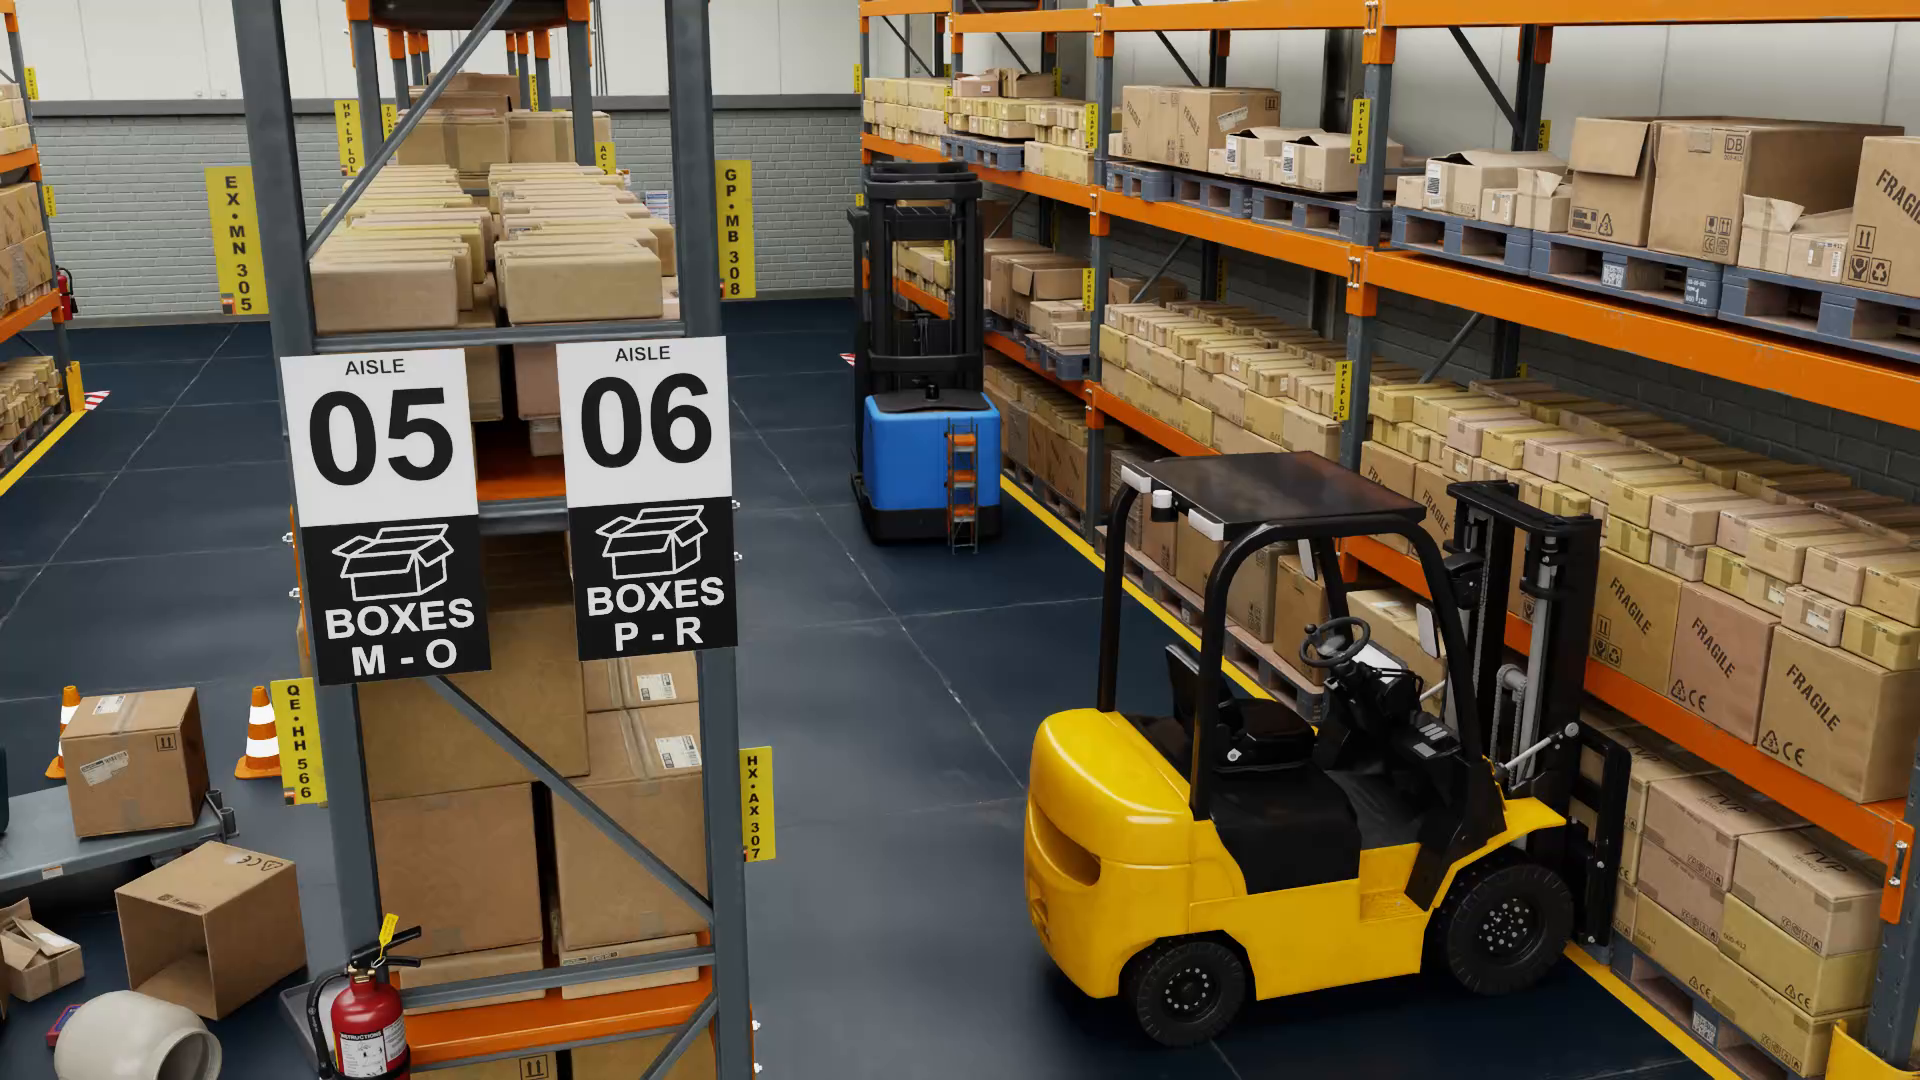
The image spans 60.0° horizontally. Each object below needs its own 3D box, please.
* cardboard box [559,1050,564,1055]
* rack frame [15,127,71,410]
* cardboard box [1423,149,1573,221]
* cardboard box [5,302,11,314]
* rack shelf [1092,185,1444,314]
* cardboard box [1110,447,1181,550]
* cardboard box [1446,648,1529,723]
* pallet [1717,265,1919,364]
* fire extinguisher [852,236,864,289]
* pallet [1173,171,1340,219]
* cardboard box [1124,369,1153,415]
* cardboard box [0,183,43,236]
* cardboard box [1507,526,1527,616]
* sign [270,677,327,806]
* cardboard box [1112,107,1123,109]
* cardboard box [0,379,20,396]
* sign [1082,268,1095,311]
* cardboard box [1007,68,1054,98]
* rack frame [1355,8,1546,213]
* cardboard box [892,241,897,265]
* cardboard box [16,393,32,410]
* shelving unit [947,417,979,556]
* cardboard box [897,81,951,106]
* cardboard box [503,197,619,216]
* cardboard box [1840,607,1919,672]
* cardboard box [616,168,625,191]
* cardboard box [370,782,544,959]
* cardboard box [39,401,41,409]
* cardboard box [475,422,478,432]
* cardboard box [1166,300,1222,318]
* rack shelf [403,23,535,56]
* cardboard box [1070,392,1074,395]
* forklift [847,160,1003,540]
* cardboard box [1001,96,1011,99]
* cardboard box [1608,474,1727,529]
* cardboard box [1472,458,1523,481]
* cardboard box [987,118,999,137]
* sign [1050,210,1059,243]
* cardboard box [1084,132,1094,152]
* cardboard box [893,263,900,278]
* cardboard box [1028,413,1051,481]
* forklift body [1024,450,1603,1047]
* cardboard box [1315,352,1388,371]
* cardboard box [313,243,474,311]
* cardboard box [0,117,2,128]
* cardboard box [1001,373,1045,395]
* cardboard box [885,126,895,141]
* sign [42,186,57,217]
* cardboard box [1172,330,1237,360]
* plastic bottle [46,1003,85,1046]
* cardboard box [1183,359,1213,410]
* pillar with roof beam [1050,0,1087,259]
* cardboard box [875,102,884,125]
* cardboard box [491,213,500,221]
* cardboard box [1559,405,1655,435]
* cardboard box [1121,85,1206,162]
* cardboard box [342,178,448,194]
[{"bbox_3d":[-1.316,1.738,6.502,0.500,0.250,0.500,-4,17,-12],"label":"cardboard box"},{"bbox_3d":[-10.193,-2.848,17.718,1.000,3.000,0.127,-5,17,-15],"label":"rack frame"},{"bbox_3d":[2.602,-1.735,8.050,0.500,0.311,0.500,-4,17,-14],"label":"cardboard box"},{"bbox_3d":[-9.563,-2.296,16.319,0.380,0.149,0.250,-5,18,-18],"label":"cardboard box"},{"bbox_3d":[2.058,-1.986,10.887,1.077,0.370,4.000,-5,17,-15],"label":"rack shelf"},{"bbox_3d":[1.667,-0.338,12.760,0.875,0.625,0.625,-4,17,-13],"label":"cardboard box"},{"bbox_3d":[2.717,0.733,8.108,0.500,0.250,0.500,-4,17,-13],"label":"cardboard box"},{"bbox_3d":[3.537,-0.827,5.929,1.003,0.211,1.213,-5,17,-15],"label":"pallet"},{"bbox_3d":[-1.175,-3.449,20.503,0.296,0.674,0.183,-5,17,-15],"label":"fire extinguisher"},{"bbox_3d":[2.091,-2.304,11.022,1.003,0.211,1.213,-4,17,-13],"label":"pallet"},{"bbox_3d":[1.529,-1.094,12.141,0.500,0.250,0.500,-5,17,-16],"label":"cardboard box"},{"bbox_3d":[-9.829,-3.410,17.161,0.500,0.500,0.500,-5,17,-16],"label":"cardboard box"},{"bbox_3d":[2.778,0.037,7.941,0.500,0.500,0.500,-5,17,-16],"label":"cardboard box"},{"bbox_3d":[-1.604,0.491,4.041,0.100,0.325,0.005,-5,17,-15],"label":"sign"},{"bbox_3d":[1.442,-3.480,13.661,0.380,0.149,0.250,-4,17,-13],"label":"cardboard box"},{"bbox_3d":[-9.494,-1.478,16.350,0.380,0.149,0.250,-5,18,-17],"label":"cardboard box"},{"bbox_3d":[0.989,-1.919,12.750,0.100,0.325,0.005,-5,17,-15],"label":"sign"},{"bbox_3d":[0.664,-4.310,15.670,0.396,0.266,0.258,-5,17,-15],"label":"cardboard box"},{"bbox_3d":[2.608,-3.214,8.511,1.000,3.000,0.127,-5,17,-15],"label":"rack frame"},{"bbox_3d":[-0.543,-3.305,18.984,0.500,0.250,0.500,-5,17,-16],"label":"cardboard box"},{"bbox_3d":[-9.422,-1.344,16.422,0.380,0.149,0.250,-4,17,-12],"label":"cardboard box"},{"bbox_3d":[0.023,-0.420,13.027,0.215,1.050,0.252,-2,17,-8],"label":"shelving unit"},{"bbox_3d":[-0.387,-4.844,18.026,0.500,0.250,0.500,-4,17,-14],"label":"cardboard box"},{"bbox_3d":[-1.354,-1.077,5.661,0.380,0.149,0.250,-4,17,-14],"label":"cardboard box"},{"bbox_3d":[3.342,0.333,5.828,0.380,0.149,0.250,-4,17,-14],"label":"cardboard box"},{"bbox_3d":[-1.939,-1.707,8.237,0.500,0.250,0.500,-5,17,-17],"label":"cardboard box"},{"bbox_3d":[-1.479,0.840,4.751,0.500,0.500,0.500,-5,17,-16],"label":"cardboard box"},{"bbox_3d":[-9.610,-1.344,16.938,0.380,0.149,0.250,-5,17,-15],"label":"cardboard box"},{"bbox_3d":[-1.572,-0.377,4.714,0.380,0.149,0.250,-4,17,-14],"label":"cardboard box"},{"bbox_3d":[1.792,-1.732,12.703,0.380,0.149,0.250,-4,17,-13],"label":"cardboard box"},{"bbox_3d":[-3.813,-3.944,12.887,1.077,0.370,4.000,-5,17,-15],"label":"rack shelf"},{"bbox_3d":[1.224,-1.363,15.262,0.380,0.149,0.250,-5,18,-17],"label":"cardboard box"},{"bbox_3d":[-0.377,-1.784,14.296,1.130,2.935,3.031,-2,17,-8],"label":"forklift"},{"bbox_3d":[0.604,-4.188,15.982,0.380,0.149,0.250,-5,17,-16],"label":"cardboard box"},{"bbox_3d":[2.959,-0.163,6.963,0.380,0.149,0.250,-4,17,-14],"label":"cardboard box"},{"bbox_3d":[2.680,-0.303,7.944,0.380,0.149,0.250,-5,17,-16],"label":"cardboard box"},{"bbox_3d":[0.453,-3.652,14.714,0.380,0.149,0.250,-4,17,-14],"label":"cardboard box"},{"bbox_3d":[0.942,-3.153,16.723,0.100,0.325,0.005,-5,17,-15],"label":"sign"},{"bbox_3d":[1.179,-3.082,12.853,0.380,0.149,0.250,-4,17,-14],"label":"cardboard box"},{"bbox_3d":[-0.557,-3.067,18.886,0.380,0.149,0.250,-5,17,-17],"label":"cardboard box"},{"bbox_3d":[0.912,-0.835,14.634,0.500,0.500,0.500,-4,17,-13],"label":"cardboard box"},{"bbox_3d":[1.432,0.791,7.079,2.313,2.155,1.214,-5,17,-15],"label":"forklift body"},{"bbox_3d":[2.492,-1.101,10.603,0.380,0.149,0.250,-5,17,-15],"label":"cardboard box"},{"bbox_3d":[-1.475,-0.684,4.352,0.380,0.149,0.250,-4,17,-14],"label":"cardboard box"},{"bbox_3d":[-9.542,-4.061,15.936,0.500,0.250,0.500,-4,17,-14],"label":"cardboard box"},{"bbox_3d":[0.605,-1.461,15.589,0.380,0.149,0.250,-5,17,-15],"label":"cardboard box"},{"bbox_3d":[-0.626,-4.579,18.703,0.380,0.149,0.250,-5,17,-15],"label":"cardboard box"},{"bbox_3d":[-9.654,-3.592,17.634,0.100,0.325,0.005,-5,17,-15],"label":"sign"},{"bbox_3d":[1.677,-1.339,11.393,0.380,0.149,0.250,-4,17,-14],"label":"cardboard box"},{"bbox_3d":[-3.613,1.965,6.805,0.133,0.061,0.283,-2,17,-6],"label":"plastic bottle"},{"bbox_3d":[1.823,-1.049,11.122,0.500,0.250,0.500,-4,17,-14],"label":"cardboard box"},{"bbox_3d":[-3.055,-5.351,15.623,9.100,9.000,0.400,-5,17,-15],"label":"pillar with roof beam"},{"bbox_3d":[-0.672,-4.884,19.028,0.500,0.250,0.500,-4,17,-14],"label":"cardboard box"},{"bbox_3d":[-1.644,-1.214,6.810,0.500,0.250,0.500,-5,17,-16],"label":"cardboard box"},{"bbox_3d":[3.229,-0.569,8.313,0.380,0.149,0.250,-5,17,-16],"label":"cardboard box"},{"bbox_3d":[1.473,-2.961,11.805,0.500,0.500,0.500,-5,17,-15],"label":"cardboard box"},{"bbox_3d":[-2.181,-1.315,6.452,0.380,0.149,0.250,-5,17,-16],"label":"cardboard box"}]
